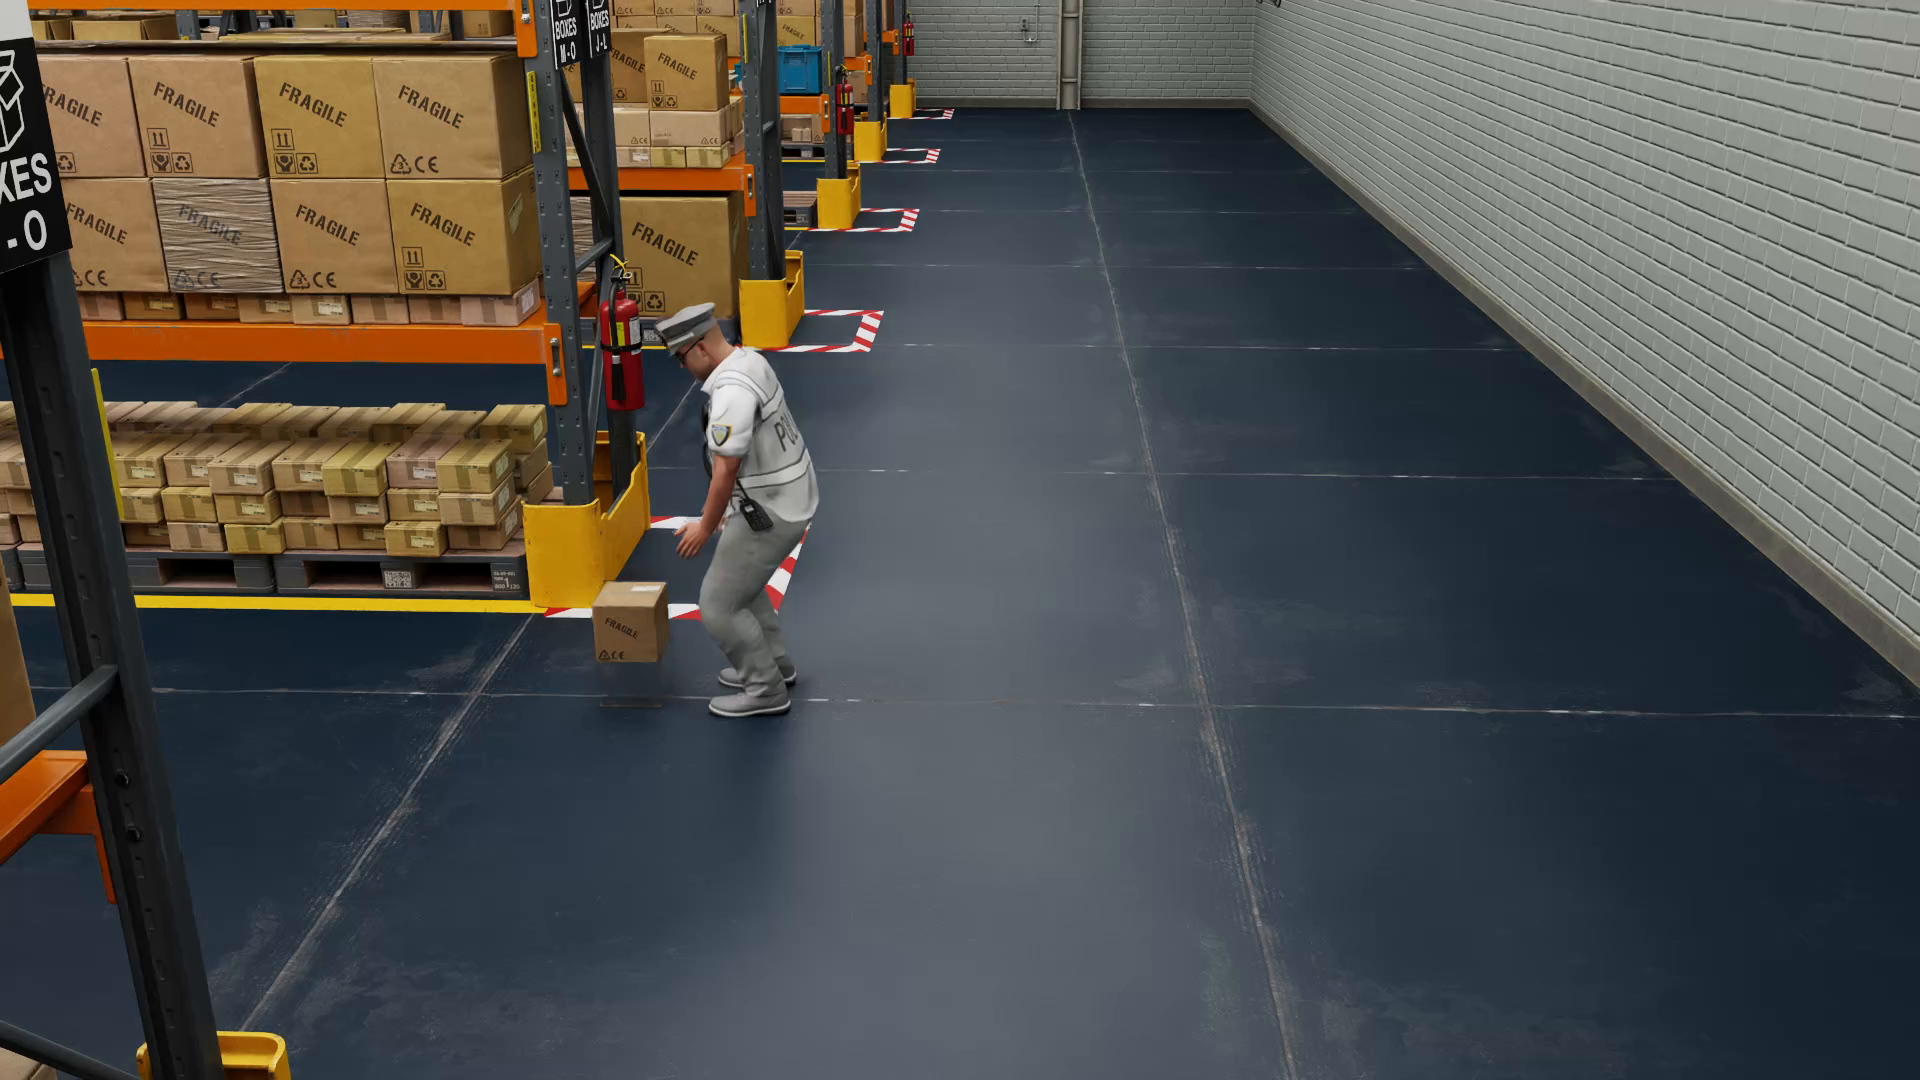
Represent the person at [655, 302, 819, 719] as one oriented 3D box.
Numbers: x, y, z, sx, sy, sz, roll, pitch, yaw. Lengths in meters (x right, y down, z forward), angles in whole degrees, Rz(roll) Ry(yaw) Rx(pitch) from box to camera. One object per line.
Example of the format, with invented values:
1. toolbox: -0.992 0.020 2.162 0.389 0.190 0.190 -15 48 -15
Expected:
1. person: -0.854 -0.110 6.526 0.585 1.650 0.571 1 21 3
